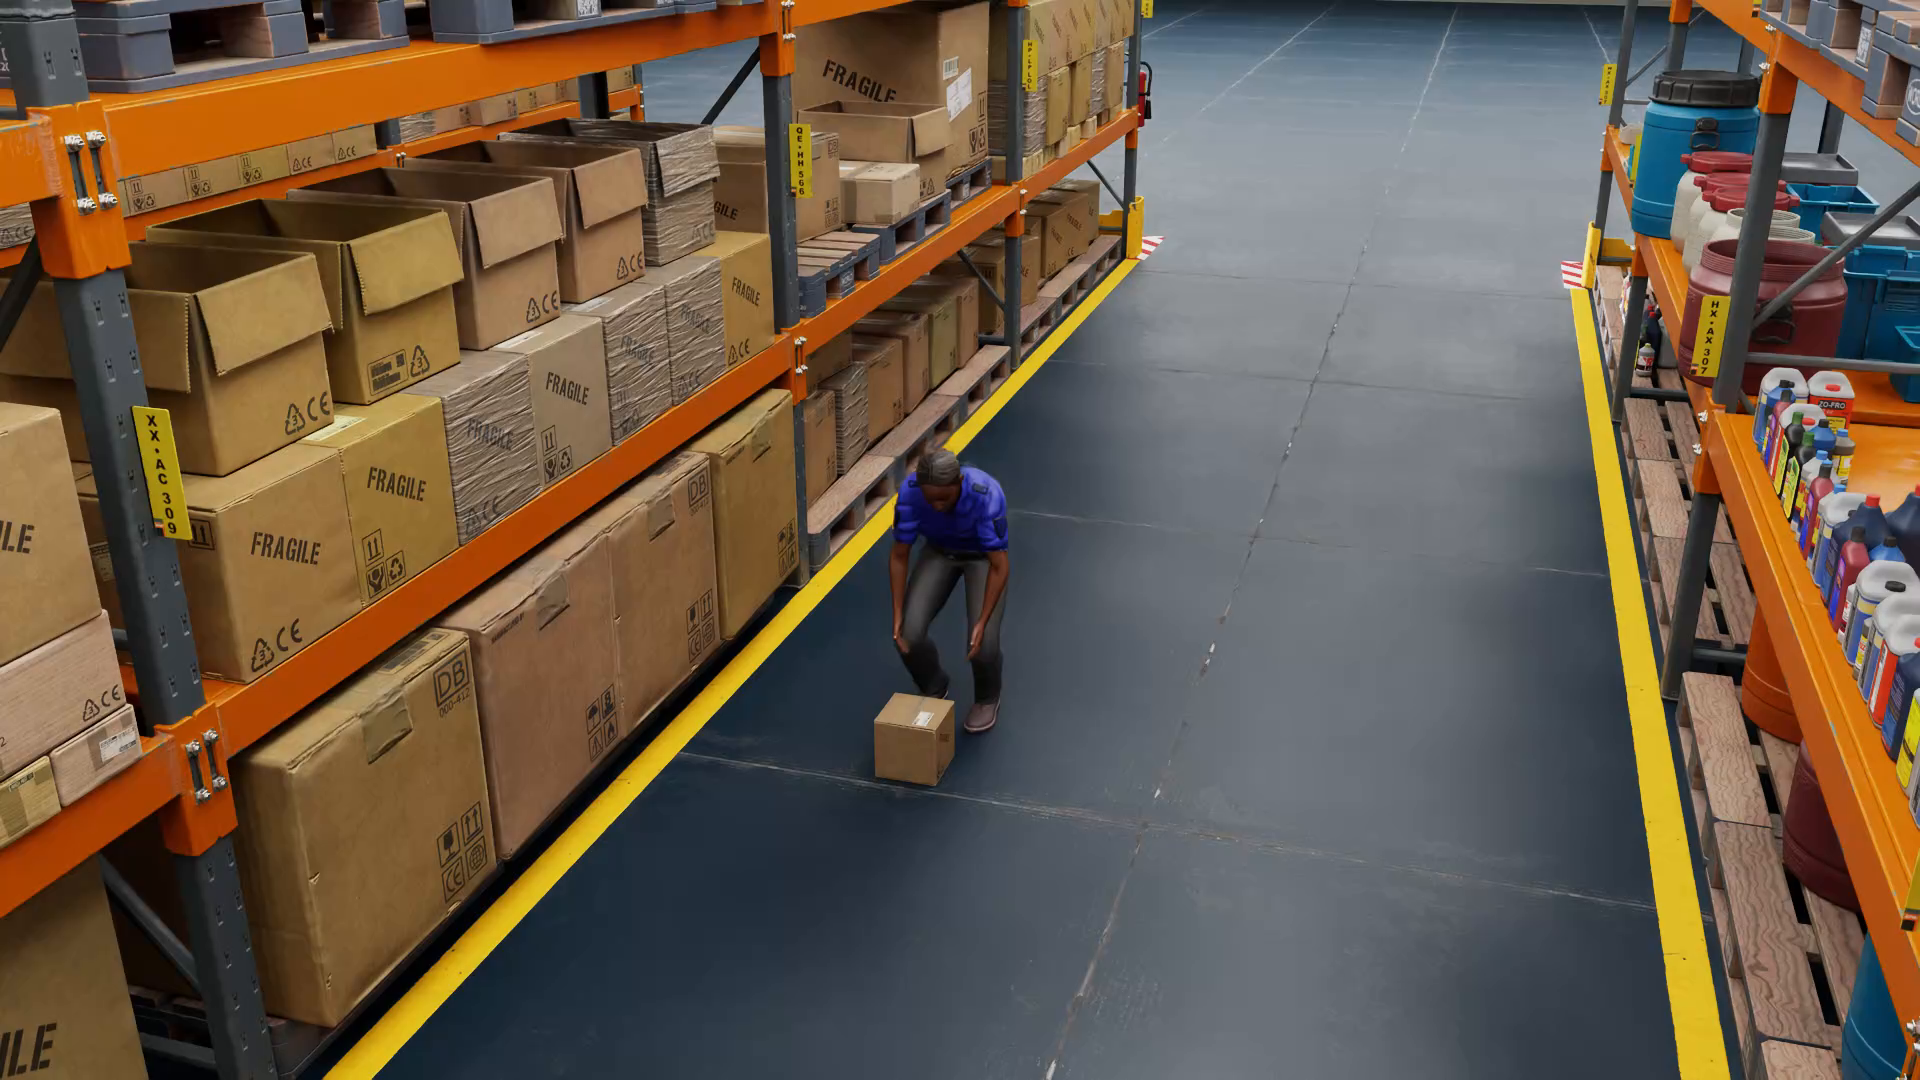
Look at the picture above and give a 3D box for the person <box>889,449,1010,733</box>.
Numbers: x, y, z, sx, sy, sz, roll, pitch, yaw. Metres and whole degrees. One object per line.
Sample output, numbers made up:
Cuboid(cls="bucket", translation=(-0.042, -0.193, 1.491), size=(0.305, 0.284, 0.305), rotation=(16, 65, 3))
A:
Cuboid(cls="person", translation=(-0.005, 0.169, 6.697), size=(0.496, 1.277, 0.684), rotation=(8, 23, 18))
